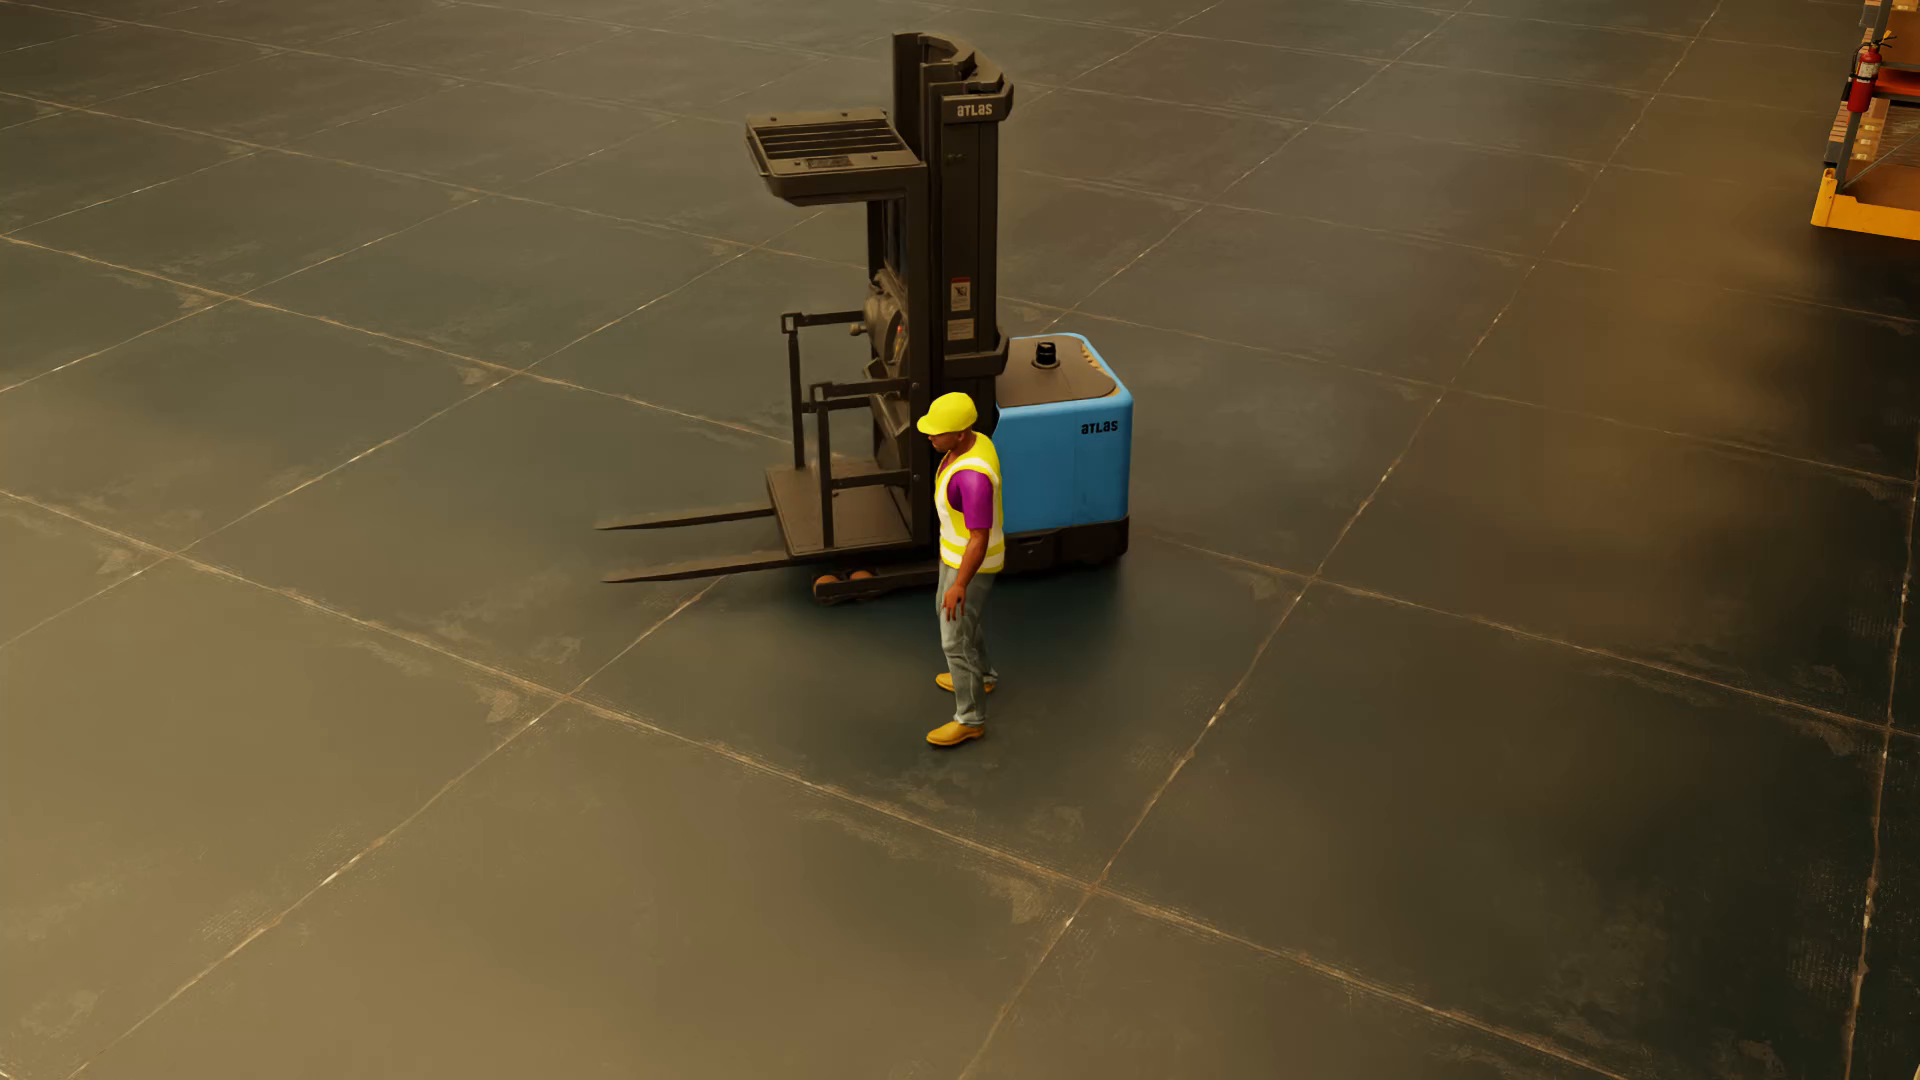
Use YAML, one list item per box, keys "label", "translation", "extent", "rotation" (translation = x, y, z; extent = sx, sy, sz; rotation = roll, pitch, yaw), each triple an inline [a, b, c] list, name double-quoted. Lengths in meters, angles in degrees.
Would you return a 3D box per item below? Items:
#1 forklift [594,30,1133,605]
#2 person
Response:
- label: "forklift"
  translation: [-0.592, -1.193, 9.138]
  extent: [3.031, 2.935, 1.130]
  rotation: [-7, 31, -12]
- label: "person"
  translation: [0.006, 0.077, 8.131]
  extent: [0.415, 1.740, 0.816]
  rotation: [-2, 30, -4]
